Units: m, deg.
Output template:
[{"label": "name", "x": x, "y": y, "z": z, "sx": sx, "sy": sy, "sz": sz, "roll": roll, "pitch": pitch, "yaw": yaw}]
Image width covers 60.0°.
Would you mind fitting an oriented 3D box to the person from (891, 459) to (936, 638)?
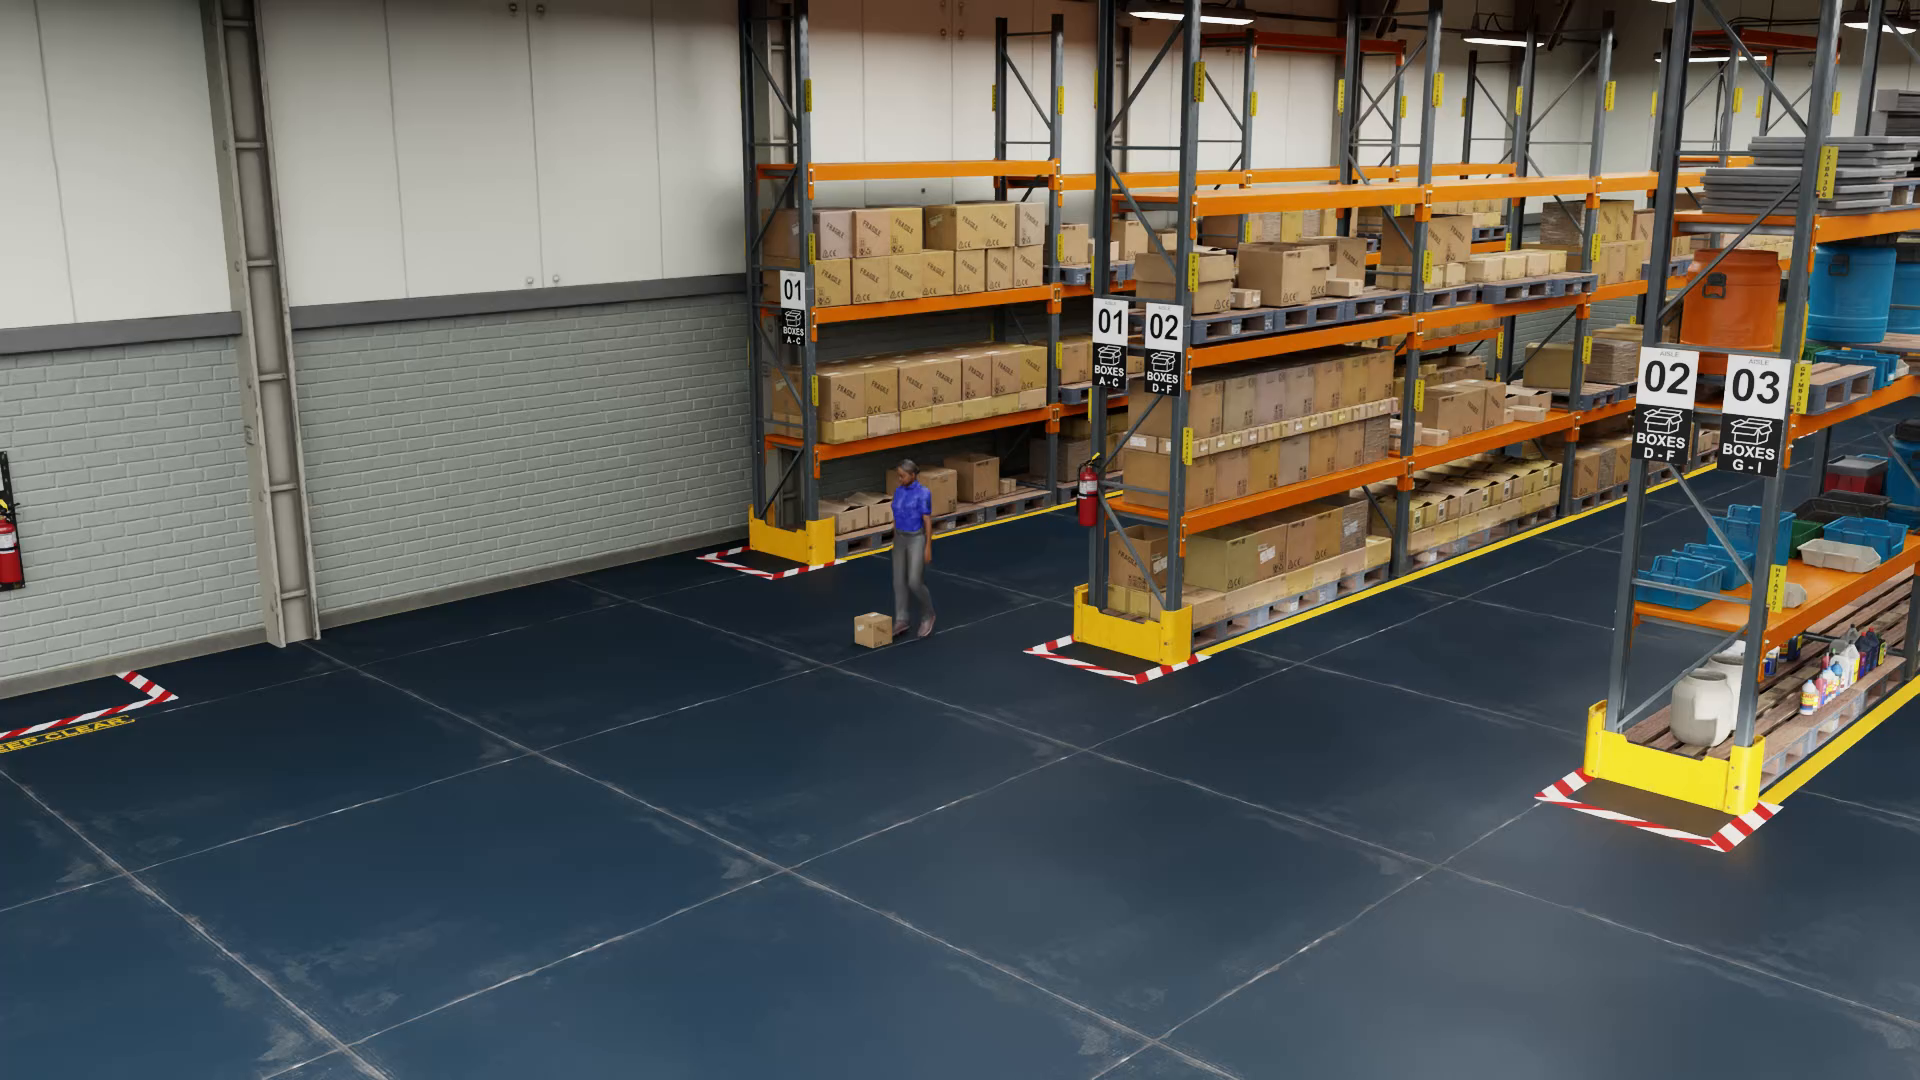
[{"label": "person", "x": -0.506, "y": 0.080, "z": 15.648, "sx": 0.485, "sy": 1.689, "sz": 0.455, "roll": 11, "pitch": 18, "yaw": 39}]
